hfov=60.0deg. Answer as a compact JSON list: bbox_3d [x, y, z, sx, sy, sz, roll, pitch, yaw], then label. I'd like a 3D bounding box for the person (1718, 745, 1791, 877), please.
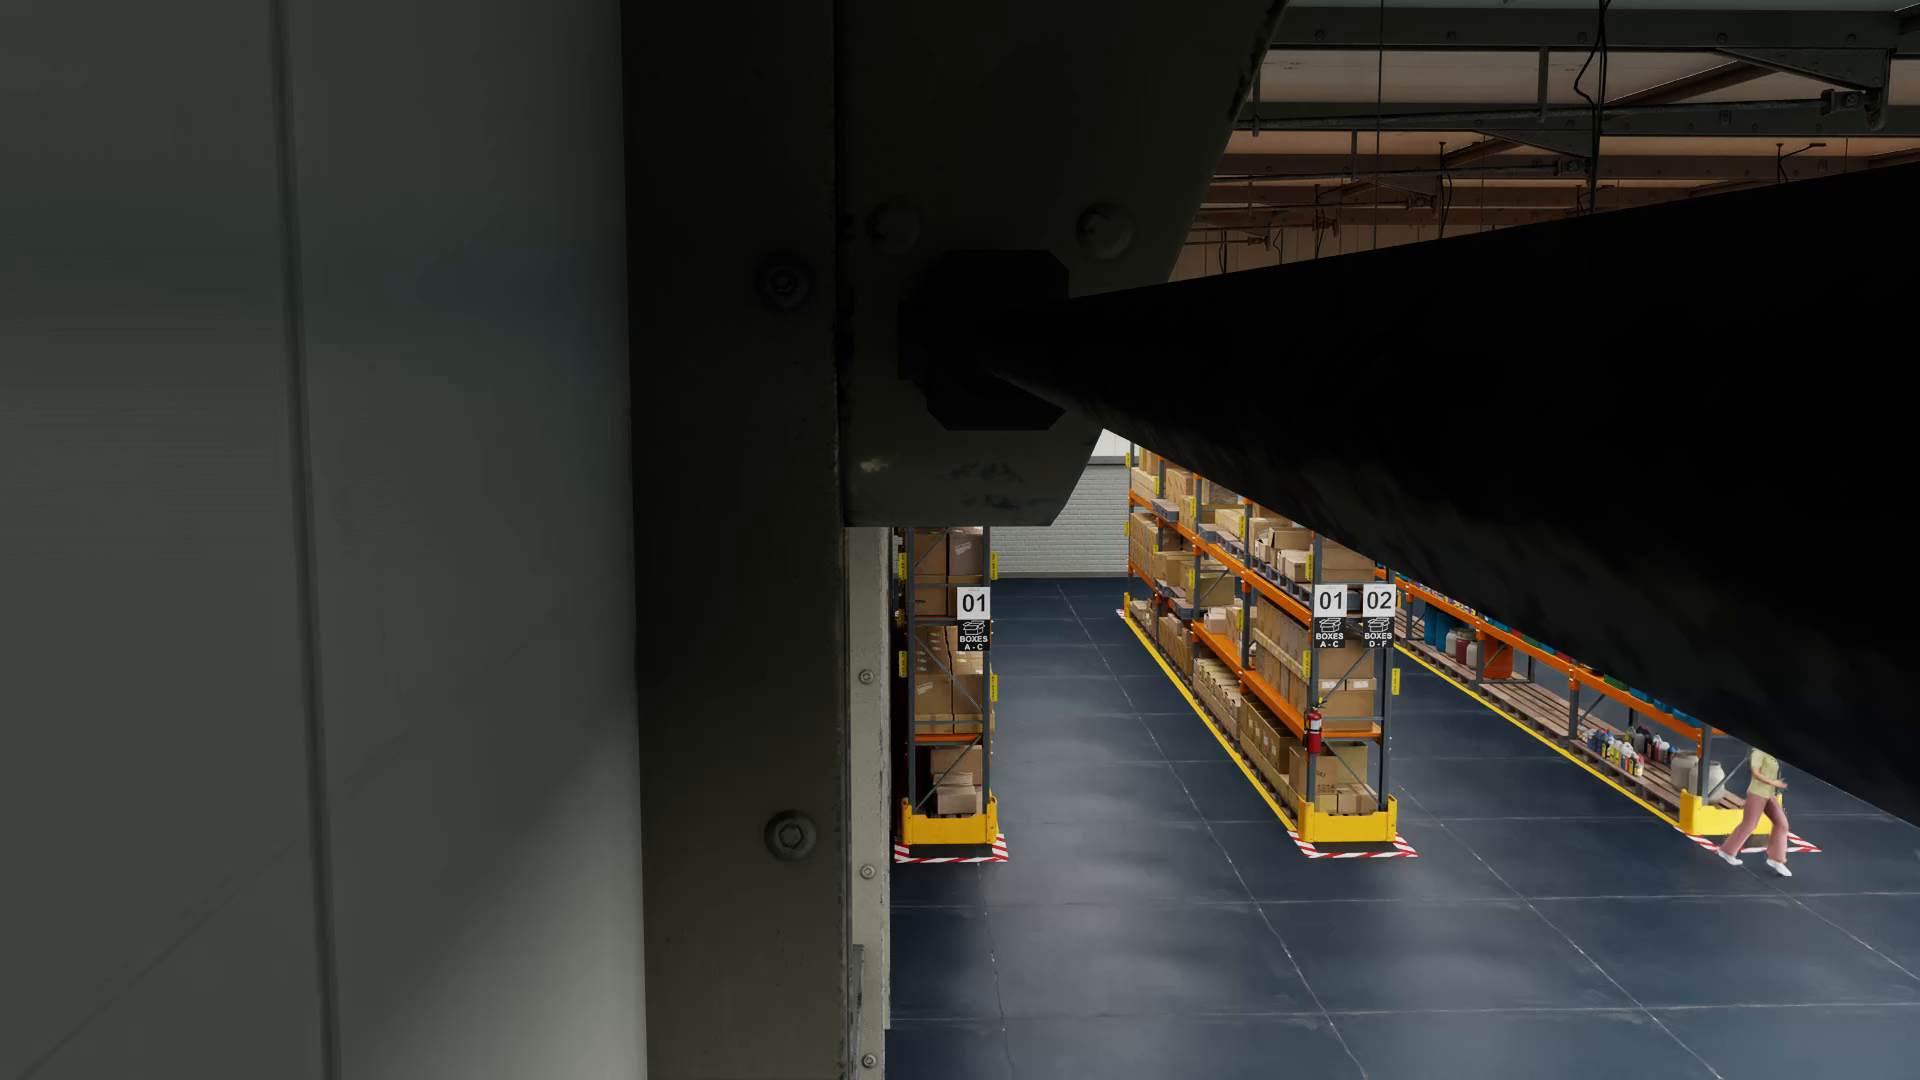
[{"bbox_3d":[9.390,3.013,19.464,0.791,1.689,0.634,6,10,40],"label":"person"}]
